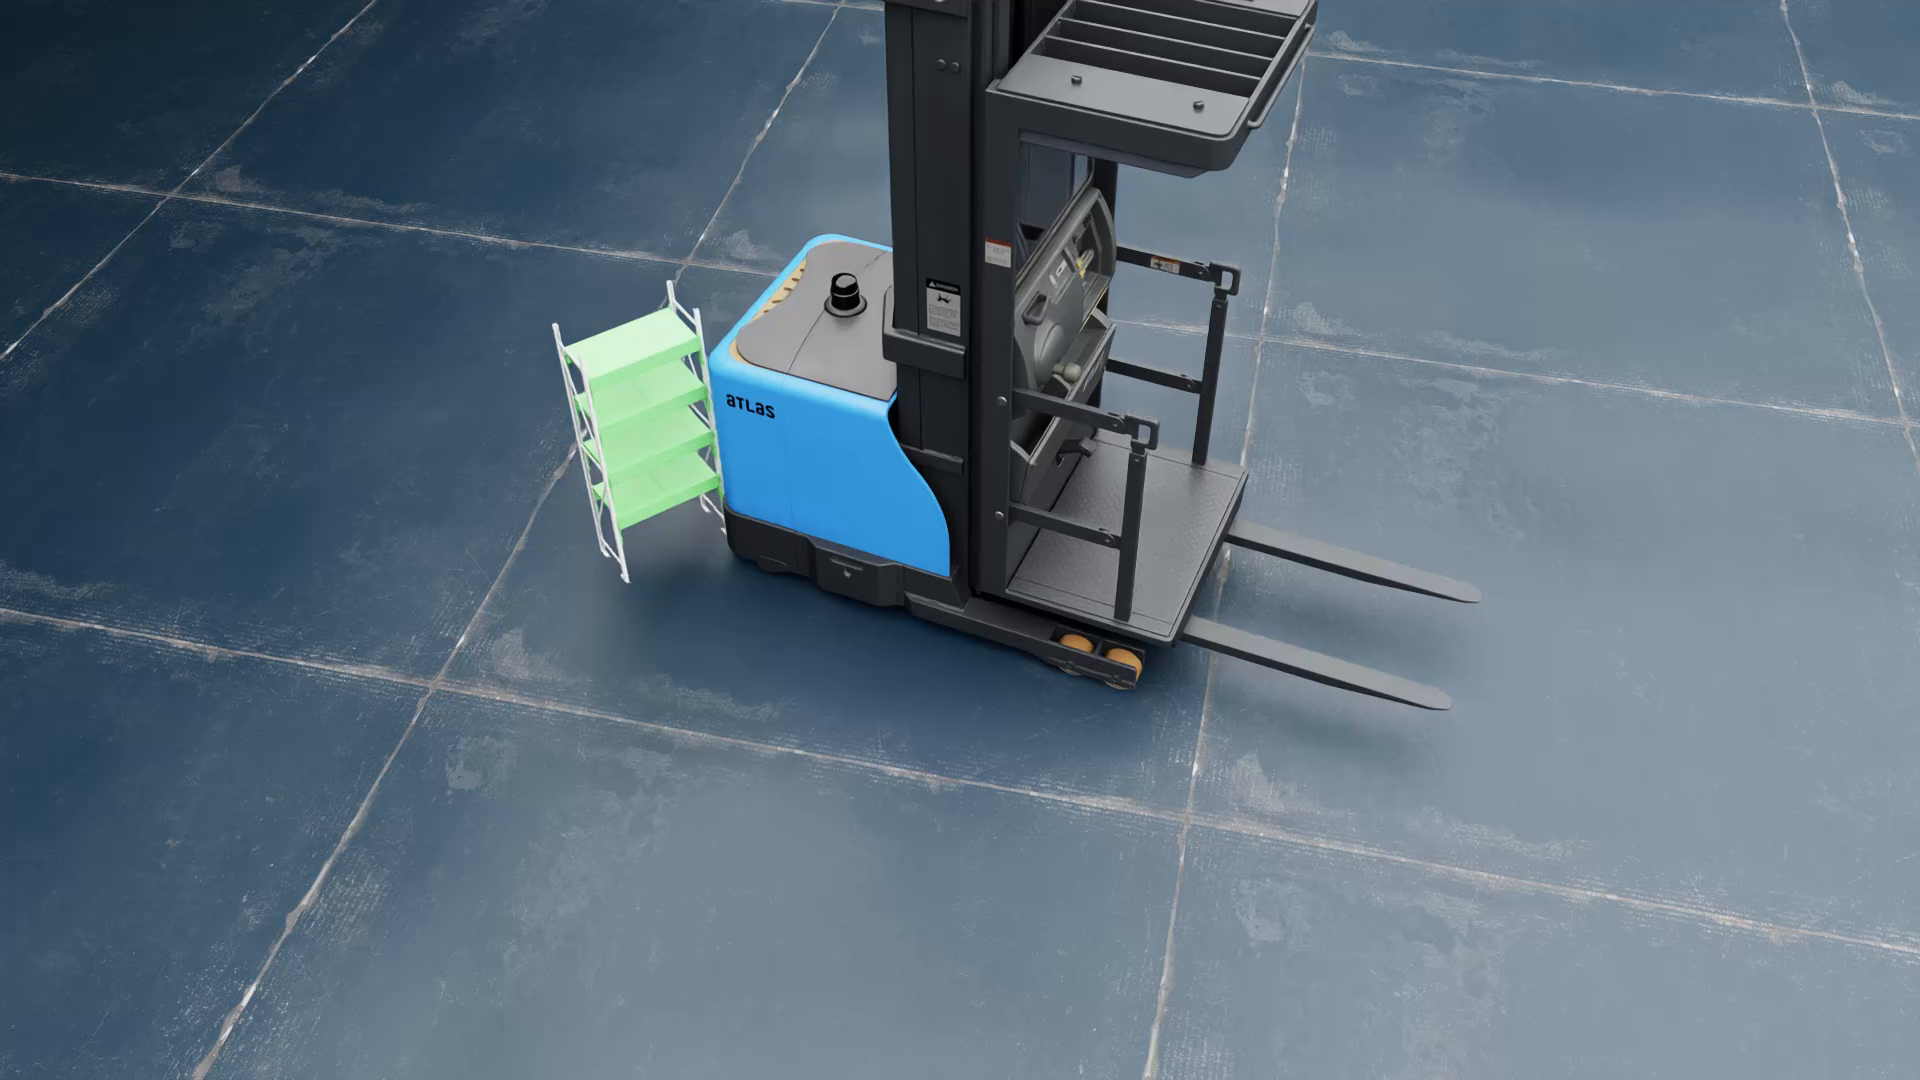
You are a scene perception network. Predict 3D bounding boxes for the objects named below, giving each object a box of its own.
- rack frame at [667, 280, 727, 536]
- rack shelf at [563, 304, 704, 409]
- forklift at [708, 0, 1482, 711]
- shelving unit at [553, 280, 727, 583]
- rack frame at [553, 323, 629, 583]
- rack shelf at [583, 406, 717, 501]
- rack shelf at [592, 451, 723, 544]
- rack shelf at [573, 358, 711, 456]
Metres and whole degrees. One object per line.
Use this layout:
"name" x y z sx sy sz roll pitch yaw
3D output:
"rack frame" -1.076 -0.518 6.880 0.015 1.200 0.240 -26 49 -24
"rack shelf" -1.277 -0.720 6.491 0.480 0.148 0.258 -26 49 -24
"forklift" 0.573 -0.886 6.016 3.031 2.935 1.130 17 46 16
"shelving unit" -1.275 -0.420 6.779 0.503 1.200 0.258 -26 49 -24
"rack frame" -1.475 -0.322 6.679 0.015 1.200 0.240 -26 49 -24
"rack shelf" -1.275 -0.374 6.824 0.480 0.148 0.258 -26 49 -24
"rack shelf" -1.274 -0.201 6.990 0.480 0.148 0.258 -26 49 -24
"rack shelf" -1.276 -0.547 6.657 0.480 0.148 0.258 -26 49 -24
